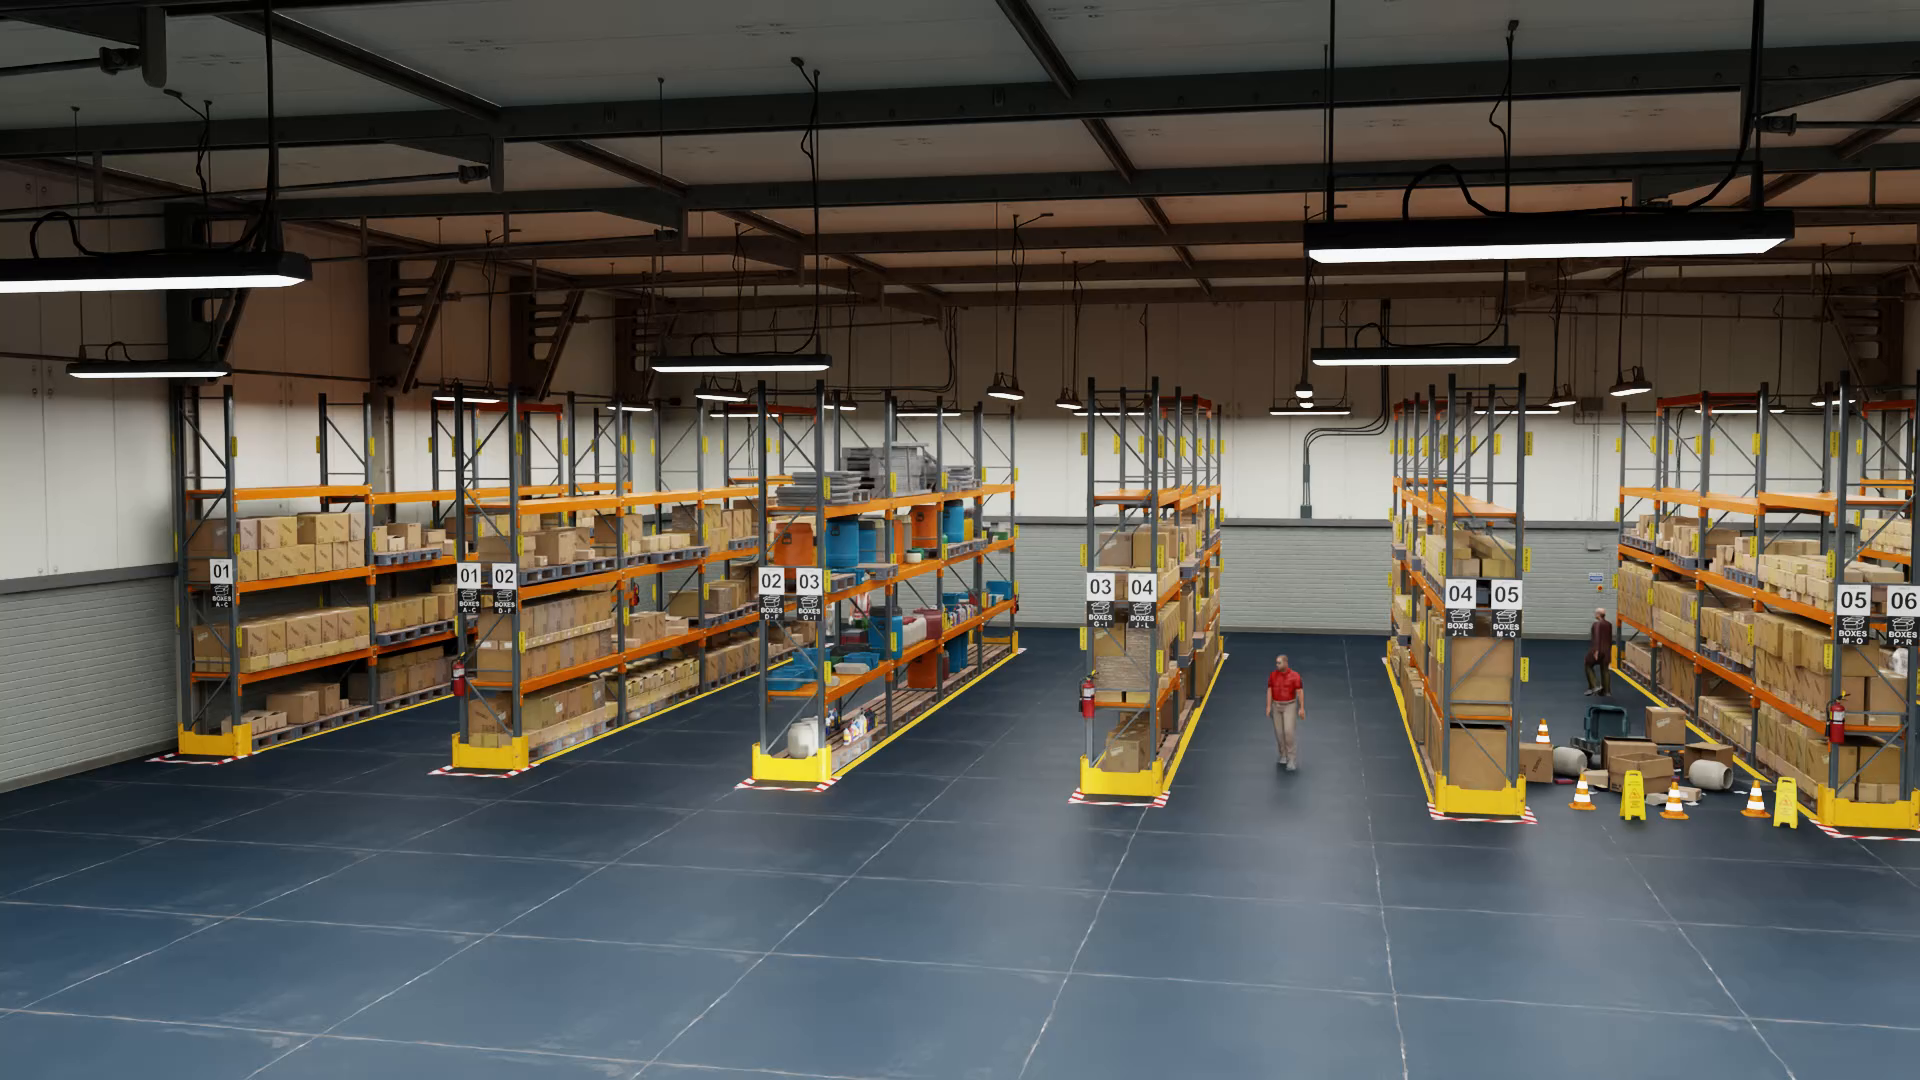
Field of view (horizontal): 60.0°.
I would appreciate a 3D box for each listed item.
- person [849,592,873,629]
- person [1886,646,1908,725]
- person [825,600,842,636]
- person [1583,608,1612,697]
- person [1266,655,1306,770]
[{"bbox_3d":[-2.362,1.875,39.884,0.578,1.696,1.101,0,3,9],"label":"person"},{"bbox_3d":[16.658,2.541,29.377,0.477,1.698,0.525,0,3,-4],"label":"person"},{"bbox_3d":[-3.346,1.644,43.796,0.535,1.776,0.605,1,3,15],"label":"person"},{"bbox_3d":[12.849,2.254,33.275,0.581,1.789,0.580,-1,3,-11],"label":"person"},{"bbox_3d":[5.079,2.681,26.131,0.649,1.732,0.661,3,4,38],"label":"person"}]
